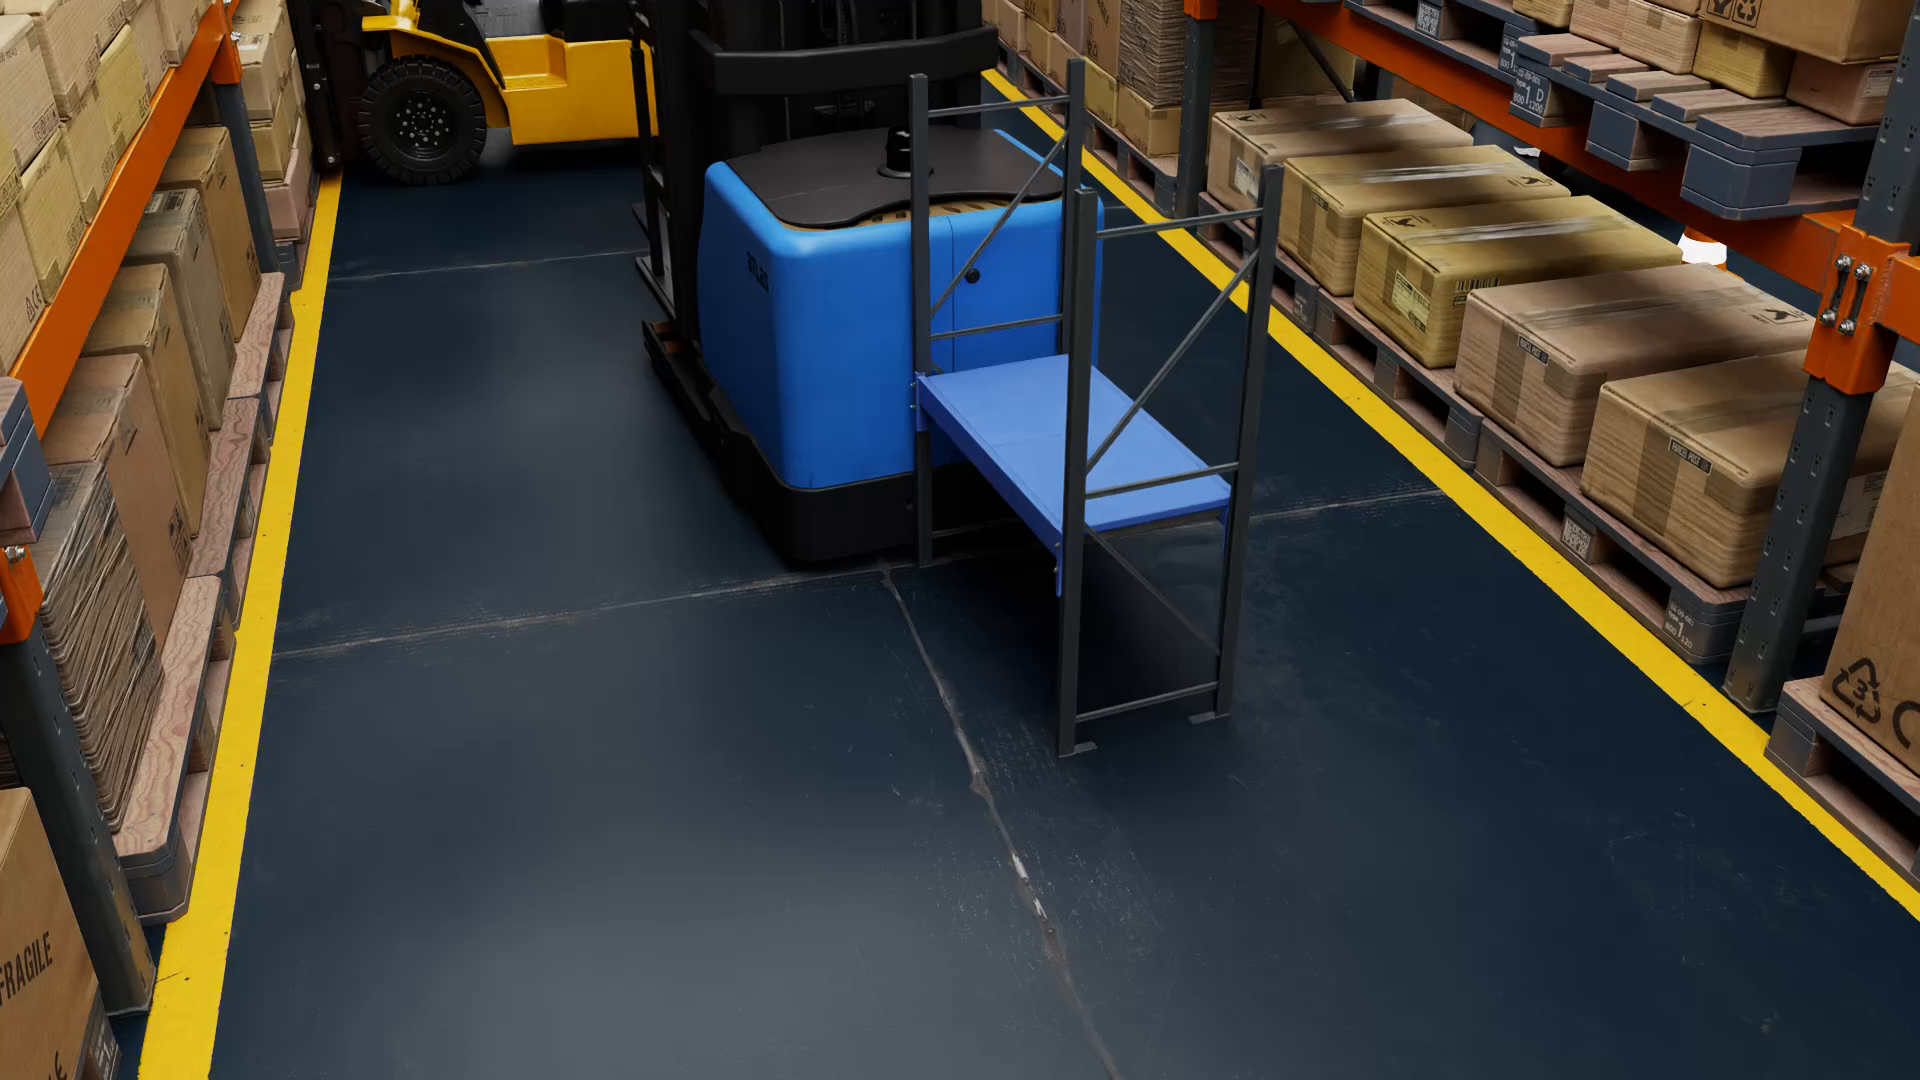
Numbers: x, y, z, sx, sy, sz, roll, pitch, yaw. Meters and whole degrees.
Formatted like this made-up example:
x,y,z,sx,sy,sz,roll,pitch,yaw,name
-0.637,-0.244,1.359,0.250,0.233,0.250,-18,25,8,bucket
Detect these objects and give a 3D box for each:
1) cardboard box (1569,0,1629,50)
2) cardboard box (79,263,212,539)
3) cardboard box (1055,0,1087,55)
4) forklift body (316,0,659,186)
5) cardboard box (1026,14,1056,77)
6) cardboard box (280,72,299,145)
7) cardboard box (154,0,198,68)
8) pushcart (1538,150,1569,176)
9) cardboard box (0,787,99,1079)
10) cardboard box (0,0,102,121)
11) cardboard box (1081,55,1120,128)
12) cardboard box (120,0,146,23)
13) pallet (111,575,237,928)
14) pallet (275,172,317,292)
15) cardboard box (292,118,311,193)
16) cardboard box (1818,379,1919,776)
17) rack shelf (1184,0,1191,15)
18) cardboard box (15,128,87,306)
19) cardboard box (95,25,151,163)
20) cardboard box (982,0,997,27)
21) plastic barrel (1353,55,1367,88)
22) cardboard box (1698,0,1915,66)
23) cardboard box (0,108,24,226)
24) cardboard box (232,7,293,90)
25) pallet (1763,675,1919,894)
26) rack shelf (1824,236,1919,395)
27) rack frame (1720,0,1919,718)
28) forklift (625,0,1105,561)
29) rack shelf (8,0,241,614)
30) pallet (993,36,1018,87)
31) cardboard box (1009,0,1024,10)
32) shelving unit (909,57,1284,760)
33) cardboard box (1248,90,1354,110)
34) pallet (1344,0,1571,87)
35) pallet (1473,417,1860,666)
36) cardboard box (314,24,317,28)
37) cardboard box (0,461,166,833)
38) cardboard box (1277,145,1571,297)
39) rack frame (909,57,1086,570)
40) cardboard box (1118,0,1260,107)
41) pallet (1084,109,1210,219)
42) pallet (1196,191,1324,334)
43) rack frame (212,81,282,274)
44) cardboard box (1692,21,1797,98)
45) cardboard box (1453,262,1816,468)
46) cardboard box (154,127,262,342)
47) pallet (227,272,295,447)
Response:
x,y,z,sx,sy,sz,roll,pitch,yaw,name
1.947,-1.479,4.643,0.380,0.149,0.250,-9,31,-16,cardboard box
-2.726,-0.356,4.822,0.875,0.625,0.625,-9,31,-15,cardboard box
0.821,-2.911,8.862,0.500,0.500,0.500,-6,31,-11,cardboard box
-2.074,-3.082,8.428,2.313,2.155,1.214,-8,31,-13,forklift body
0.681,-2.841,9.489,0.500,0.250,0.500,-6,31,-10,cardboard box
-3.241,-1.917,7.394,0.500,0.250,0.500,-8,31,-14,cardboard box
-2.750,-1.676,5.300,0.500,0.250,0.500,-8,31,-14,cardboard box
3.695,-2.045,8.407,1.648,0.377,0.936,-20,35,-30,pushcart
-1.894,0.816,2.921,0.500,0.500,0.500,-7,31,-12,cardboard box
-2.349,-1.155,3.901,0.500,0.250,0.500,-9,31,-15,cardboard box
0.943,-2.350,8.642,0.500,0.250,0.500,-9,31,-15,cardboard box
-2.625,-1.644,4.747,0.500,0.250,0.500,-7,31,-12,cardboard box
-2.394,0.545,4.098,1.003,0.211,1.213,-8,31,-13,pallet
-3.446,-1.374,7.413,1.003,0.211,1.213,-8,31,-13,pallet
-3.234,-1.704,7.525,0.500,0.250,0.500,-9,31,-14,cardboard box
2.675,0.161,3.679,0.875,0.875,0.875,-8,31,-14,cardboard box
0.979,-3.508,9.034,1.077,0.370,4.000,-8,31,-13,rack shelf
-2.224,-0.685,3.588,0.500,0.250,0.500,-9,31,-14,cardboard box
-2.504,-1.183,4.450,0.500,0.250,0.500,-7,31,-12,cardboard box
0.395,-3.350,10.369,0.500,0.250,0.500,-8,31,-14,cardboard box
2.456,-2.874,9.792,0.512,0.421,0.421,13,32,21,plastic barrel
2.183,-1.457,3.958,0.500,0.500,0.500,-9,31,-15,cardboard box
-2.071,-0.661,3.048,0.500,0.250,0.500,-8,31,-13,cardboard box
-3.227,-2.139,7.279,0.500,0.250,0.500,-8,31,-13,cardboard box
2.708,0.677,3.870,1.003,0.211,1.213,-8,31,-13,pallet
3.102,0.356,2.358,1.077,0.370,4.000,-8,31,-13,rack shelf
2.571,-0.921,3.847,1.000,3.000,0.127,-8,31,-13,rack frame
-0.578,-1.927,5.654,1.130,2.935,3.031,-11,32,-19,forklift
-2.744,-0.914,4.553,1.077,0.370,4.000,-8,31,-13,rack shelf
0.650,-3.144,10.472,1.003,0.211,1.213,-8,31,-13,pallet
0.545,-3.411,9.727,0.500,0.500,0.500,-9,31,-15,cardboard box
0.292,-0.374,4.399,0.538,1.500,1.048,-11,32,-19,shelving unit
1.613,-2.166,8.323,0.500,0.250,0.500,-9,31,-16,cardboard box
2.006,-1.789,5.537,1.003,0.211,1.213,-8,31,-13,pallet
2.365,-0.092,5.198,1.003,0.211,1.213,-8,31,-13,pallet
-3.626,-2.647,8.656,0.500,0.250,0.500,-9,31,-14,cardboard box
-2.366,0.284,3.717,0.875,0.625,0.625,-7,31,-12,cardboard box
1.845,-1.298,6.702,0.950,0.372,0.625,-6,31,-10,cardboard box
0.103,-0.611,4.808,0.500,1.500,0.032,-11,32,-19,rack frame
1.094,-2.419,8.013,0.500,0.500,0.500,-8,31,-14,cardboard box
1.297,-1.966,8.436,1.003,0.211,1.213,-8,31,-13,pallet
1.718,-1.270,7.234,1.003,0.211,1.213,-8,31,-13,pallet
-3.275,-2.191,6.041,1.000,3.000,0.127,-8,31,-13,rack frame
2.117,-1.241,4.231,0.380,0.149,0.250,-7,31,-13,cardboard box
2.227,-0.595,5.488,0.950,0.372,0.625,-8,31,-14,cardboard box
-3.126,-1.095,6.098,0.875,0.625,0.625,-6,31,-11,cardboard box
-3.042,-0.634,6.134,1.003,0.211,1.213,-8,31,-13,pallet
